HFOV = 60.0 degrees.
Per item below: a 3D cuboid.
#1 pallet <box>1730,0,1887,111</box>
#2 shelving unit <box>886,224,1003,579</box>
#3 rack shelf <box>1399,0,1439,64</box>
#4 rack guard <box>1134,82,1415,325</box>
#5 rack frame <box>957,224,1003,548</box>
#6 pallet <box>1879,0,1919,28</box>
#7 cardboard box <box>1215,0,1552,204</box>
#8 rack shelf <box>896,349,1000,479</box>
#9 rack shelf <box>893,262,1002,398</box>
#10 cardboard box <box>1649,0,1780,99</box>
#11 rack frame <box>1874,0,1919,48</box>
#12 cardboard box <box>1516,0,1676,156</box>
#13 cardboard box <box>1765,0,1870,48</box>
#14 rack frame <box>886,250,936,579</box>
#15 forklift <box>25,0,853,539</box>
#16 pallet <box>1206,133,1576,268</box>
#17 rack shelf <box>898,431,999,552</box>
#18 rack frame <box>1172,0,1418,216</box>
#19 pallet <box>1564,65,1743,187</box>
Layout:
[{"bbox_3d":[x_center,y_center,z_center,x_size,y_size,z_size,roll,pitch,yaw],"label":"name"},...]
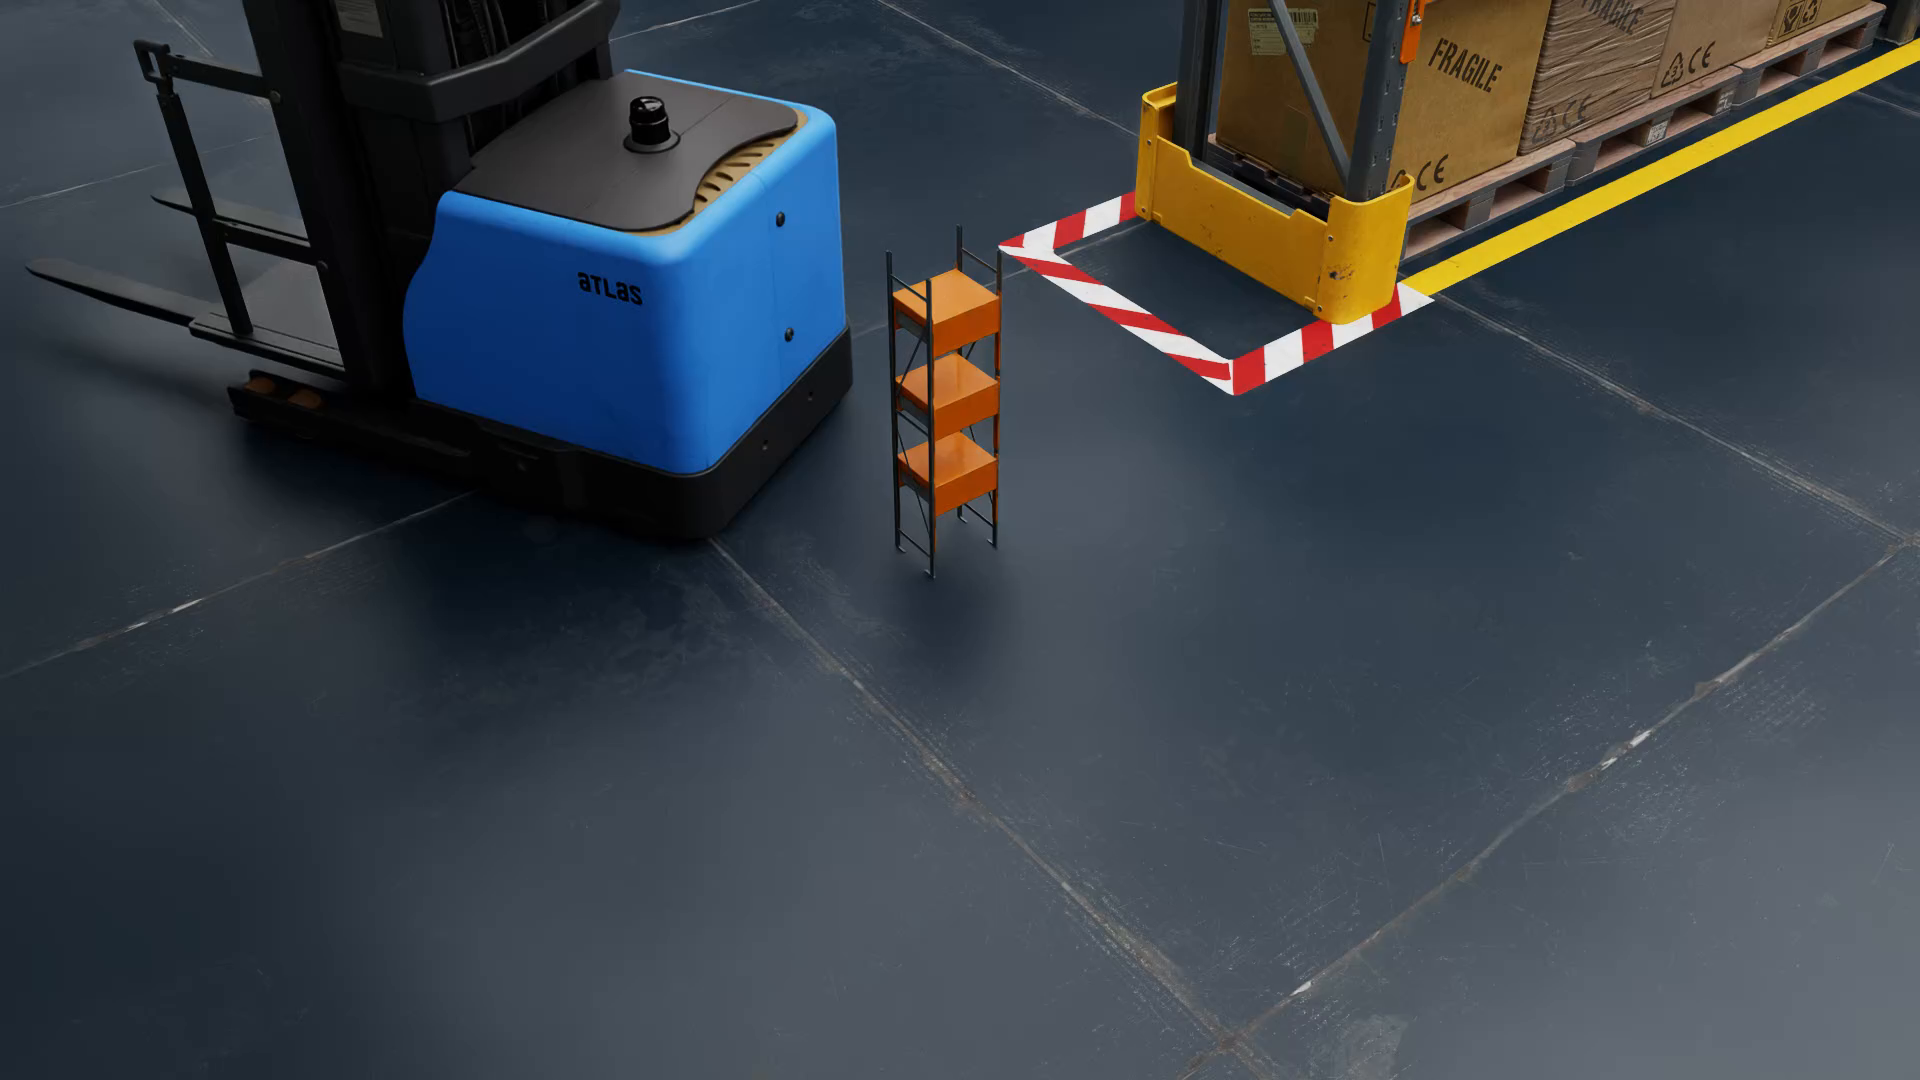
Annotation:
[{"bbox_3d":[3.731,-2.532,8.170,1.213,0.211,1.003,-26,46,-28],"label":"pallet"},{"bbox_3d":[-0.042,-0.385,4.892,0.252,1.050,0.215,-26,46,-28],"label":"shelving unit"},{"bbox_3d":[2.796,-2.813,6.882,4.000,0.370,1.077,-26,46,-28],"label":"rack shelf"},{"bbox_3d":[1.191,-1.343,6.493,0.348,0.500,1.175,-26,46,-28],"label":"rack guard"},{"bbox_3d":[0.054,-0.432,4.949,0.008,1.050,0.200,-26,46,-28],"label":"rack frame"},{"bbox_3d":[4.948,-3.122,8.890,1.213,0.211,1.003,-26,46,-28],"label":"pallet"},{"bbox_3d":[1.669,-1.947,6.603,0.875,0.875,0.875,-26,46,-28],"label":"cardboard box"},{"bbox_3d":[-0.042,-0.377,4.899,0.240,0.259,0.215,-26,46,-28],"label":"rack shelf"},{"bbox_3d":[-0.042,-0.596,4.719,0.240,0.259,0.215,-26,46,-28],"label":"rack shelf"},{"bbox_3d":[3.096,-2.643,7.451,0.875,0.875,0.875,-26,46,-28],"label":"cardboard box"},{"bbox_3d":[4.382,-3.864,7.596,0.127,3.000,1.000,-26,46,-28],"label":"rack frame"},{"bbox_3d":[2.390,-2.299,7.031,0.875,0.875,0.875,-26,46,-28],"label":"cardboard box"},{"bbox_3d":[3.810,-2.991,7.875,0.875,0.875,0.875,-26,46,-28],"label":"cardboard box"},{"bbox_3d":[-0.139,-0.338,4.834,0.008,1.050,0.200,-26,46,-28],"label":"rack frame"},{"bbox_3d":[-1.934,-1.762,5.086,3.031,2.935,1.130,16,42,19],"label":"forklift"},{"bbox_3d":[1.796,-1.589,7.020,1.213,0.211,1.003,-26,46,-28],"label":"pallet"},{"bbox_3d":[-0.042,-0.162,5.075,0.240,0.259,0.215,-26,46,-28],"label":"rack shelf"},{"bbox_3d":[1.210,-2.319,5.711,0.127,3.000,1.000,-26,46,-28],"label":"rack frame"},{"bbox_3d":[2.763,-2.058,7.592,1.213,0.211,1.003,-26,46,-28],"label":"pallet"}]
